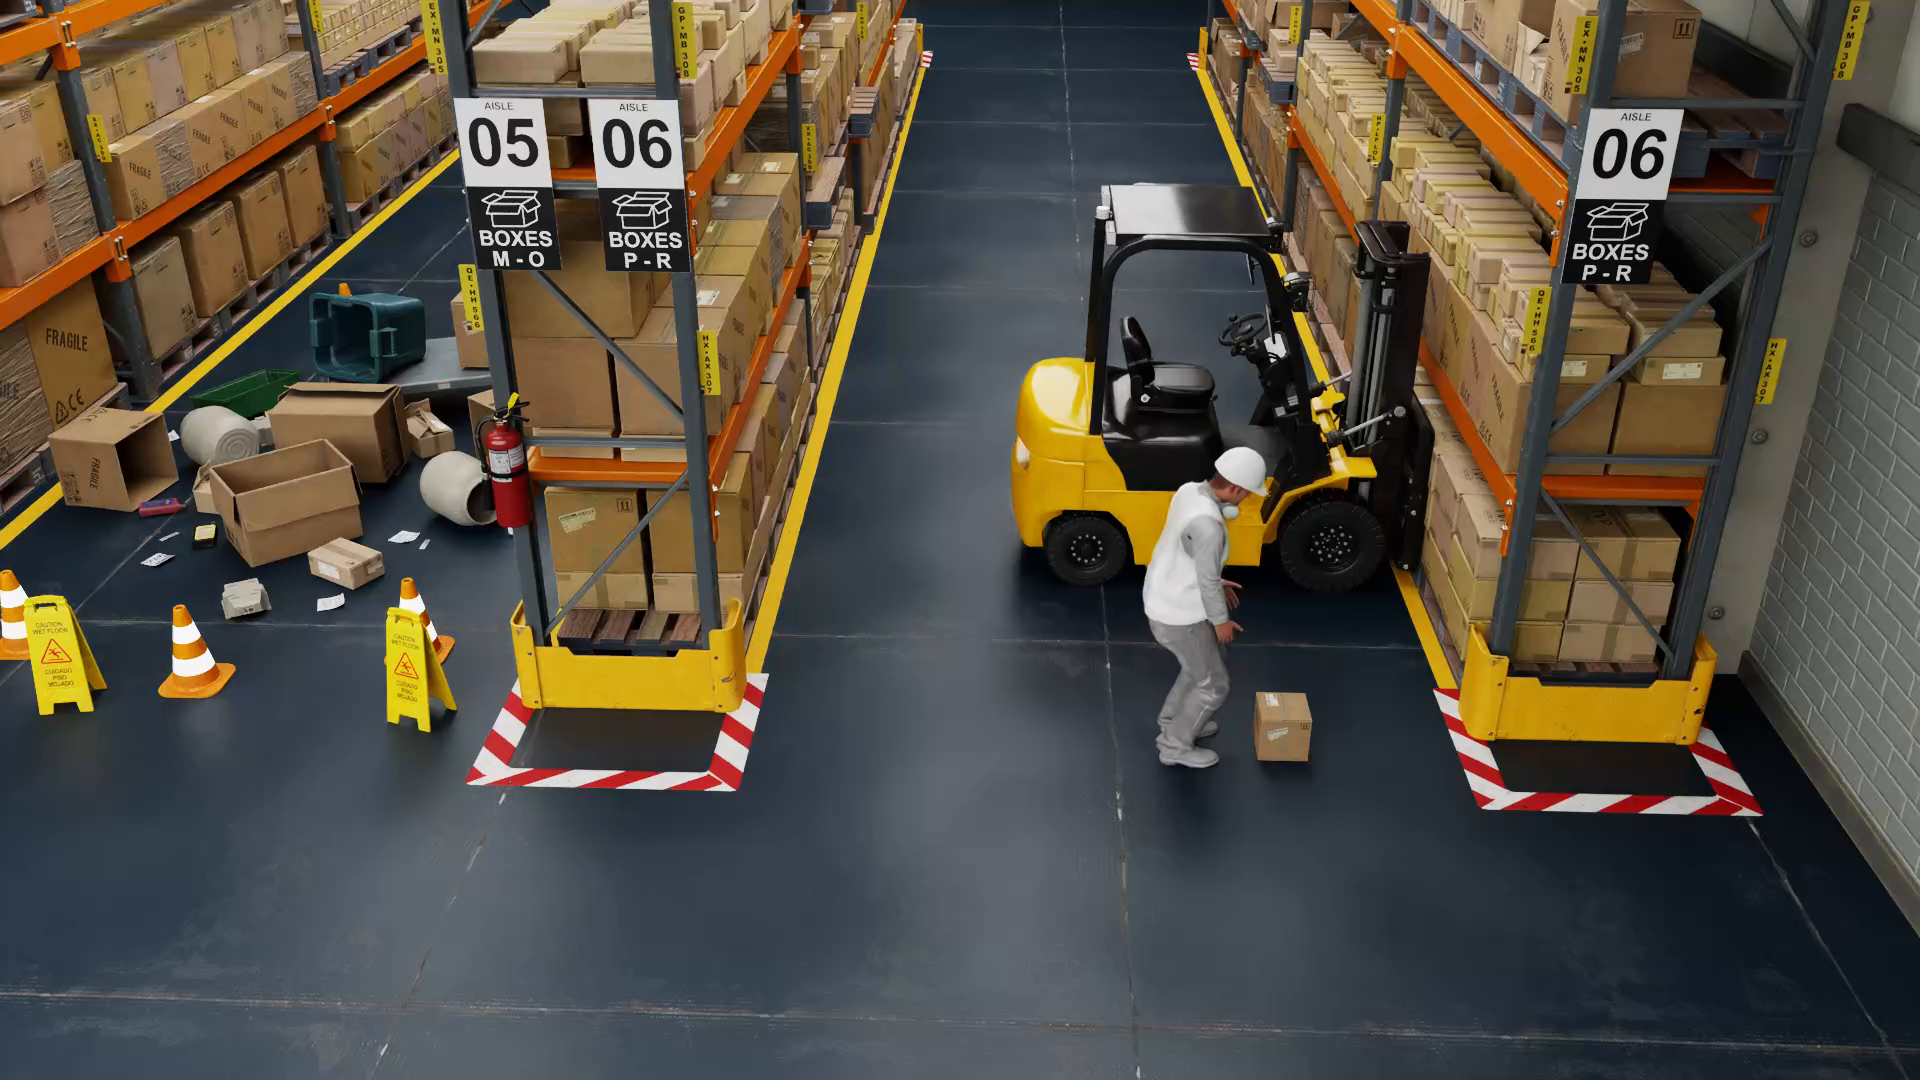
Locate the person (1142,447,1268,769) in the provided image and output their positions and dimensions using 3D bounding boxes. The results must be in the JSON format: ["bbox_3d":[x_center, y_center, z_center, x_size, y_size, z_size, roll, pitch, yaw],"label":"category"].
[{"bbox_3d":[1.173,0.305,8.141,0.559,1.665,0.574,2,28,3],"label":"person"}]
